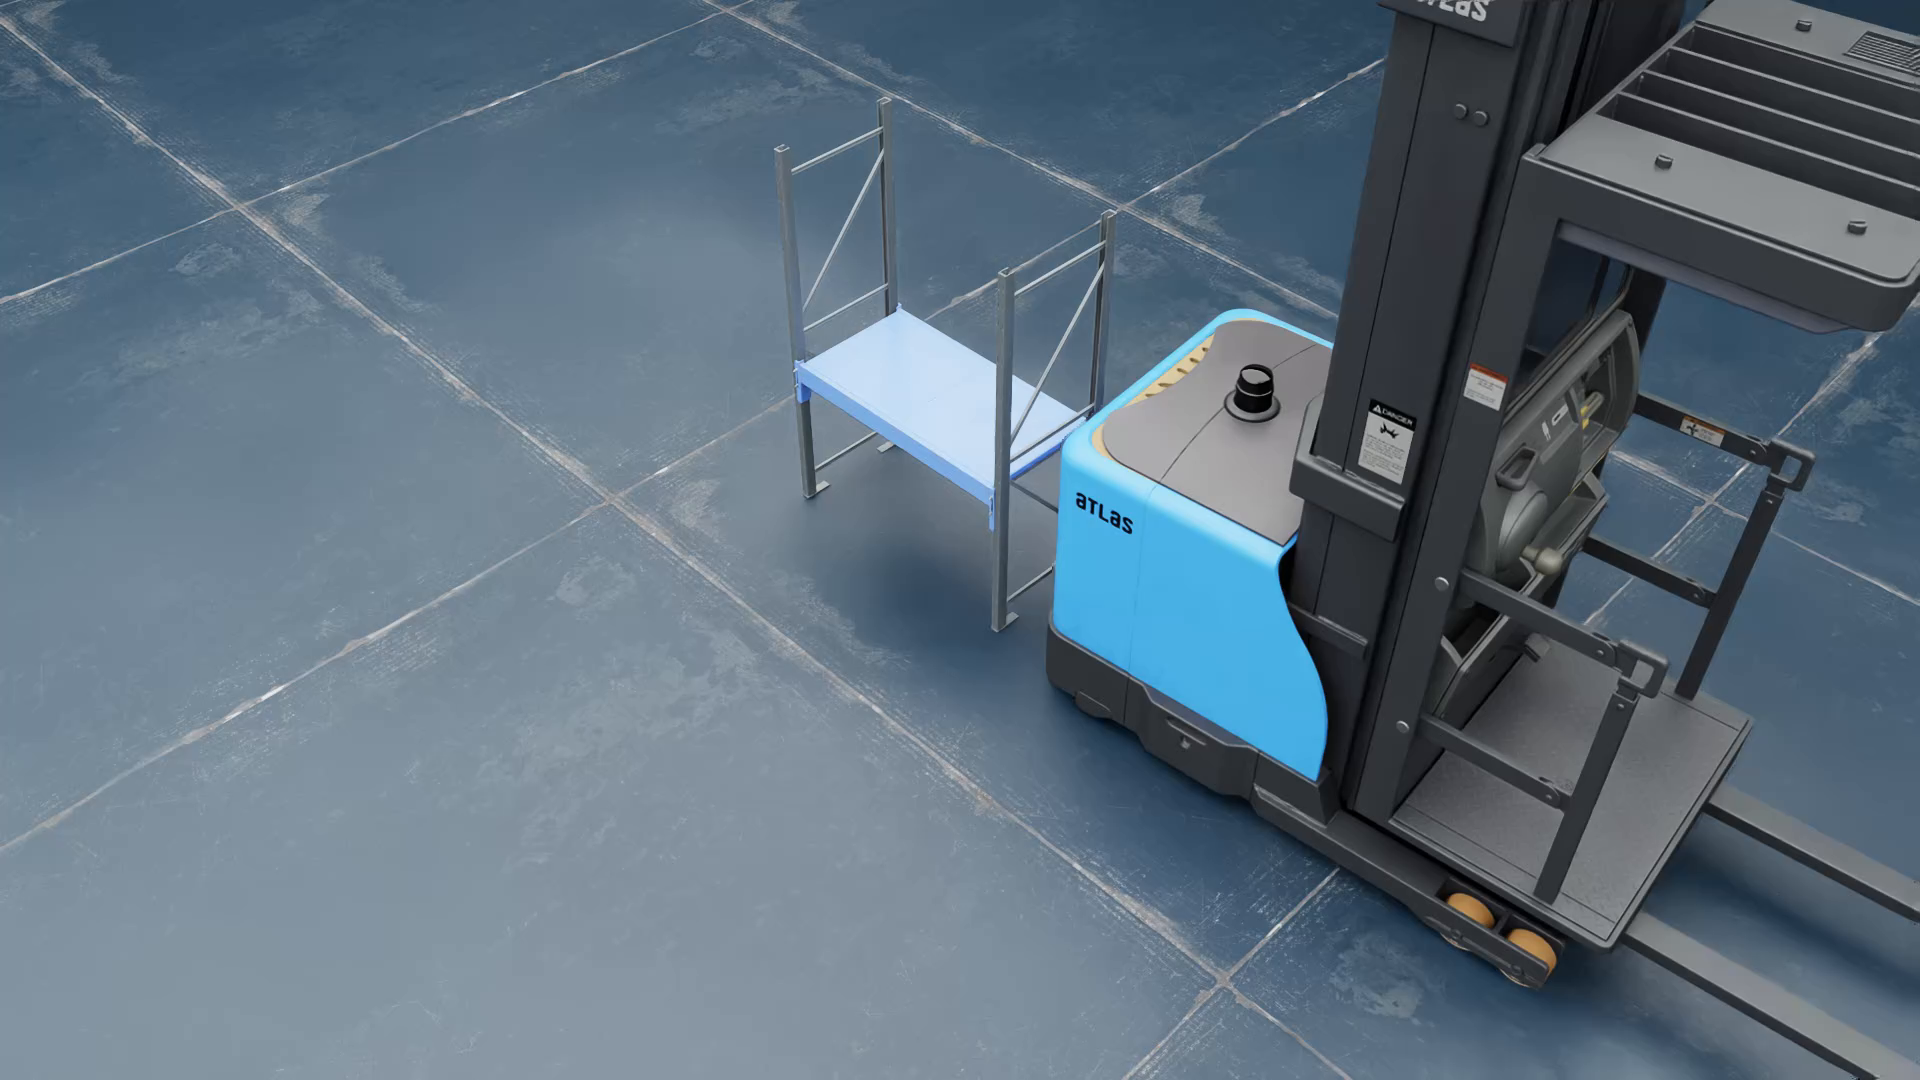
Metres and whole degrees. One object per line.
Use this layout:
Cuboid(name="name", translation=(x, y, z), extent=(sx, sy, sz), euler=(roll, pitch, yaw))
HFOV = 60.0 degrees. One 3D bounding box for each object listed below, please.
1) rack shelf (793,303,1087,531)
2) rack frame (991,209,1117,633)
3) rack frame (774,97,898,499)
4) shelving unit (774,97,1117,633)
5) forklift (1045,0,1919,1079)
Cuboid(name="rack shelf", translation=(-0.060, -0.460, 5.907), extent=(0.538, 0.185, 1.000), euler=(-34, 53, -31))
Cuboid(name="rack frame", translation=(0.299, -0.348, 5.521), extent=(0.500, 1.500, 0.032), euler=(-34, 53, -31))
Cuboid(name="rack frame", translation=(-0.419, -0.836, 6.050), extent=(0.500, 1.500, 0.032), euler=(-34, 53, -31))
Cuboid(name="shelving unit", translation=(-0.060, -0.592, 5.785), extent=(0.538, 1.500, 1.048), euler=(-34, 53, -31))
Cuboid(name="forklift", translation=(1.746, -0.189, 4.295), extent=(3.031, 2.935, 1.130), euler=(30, 50, 28))
